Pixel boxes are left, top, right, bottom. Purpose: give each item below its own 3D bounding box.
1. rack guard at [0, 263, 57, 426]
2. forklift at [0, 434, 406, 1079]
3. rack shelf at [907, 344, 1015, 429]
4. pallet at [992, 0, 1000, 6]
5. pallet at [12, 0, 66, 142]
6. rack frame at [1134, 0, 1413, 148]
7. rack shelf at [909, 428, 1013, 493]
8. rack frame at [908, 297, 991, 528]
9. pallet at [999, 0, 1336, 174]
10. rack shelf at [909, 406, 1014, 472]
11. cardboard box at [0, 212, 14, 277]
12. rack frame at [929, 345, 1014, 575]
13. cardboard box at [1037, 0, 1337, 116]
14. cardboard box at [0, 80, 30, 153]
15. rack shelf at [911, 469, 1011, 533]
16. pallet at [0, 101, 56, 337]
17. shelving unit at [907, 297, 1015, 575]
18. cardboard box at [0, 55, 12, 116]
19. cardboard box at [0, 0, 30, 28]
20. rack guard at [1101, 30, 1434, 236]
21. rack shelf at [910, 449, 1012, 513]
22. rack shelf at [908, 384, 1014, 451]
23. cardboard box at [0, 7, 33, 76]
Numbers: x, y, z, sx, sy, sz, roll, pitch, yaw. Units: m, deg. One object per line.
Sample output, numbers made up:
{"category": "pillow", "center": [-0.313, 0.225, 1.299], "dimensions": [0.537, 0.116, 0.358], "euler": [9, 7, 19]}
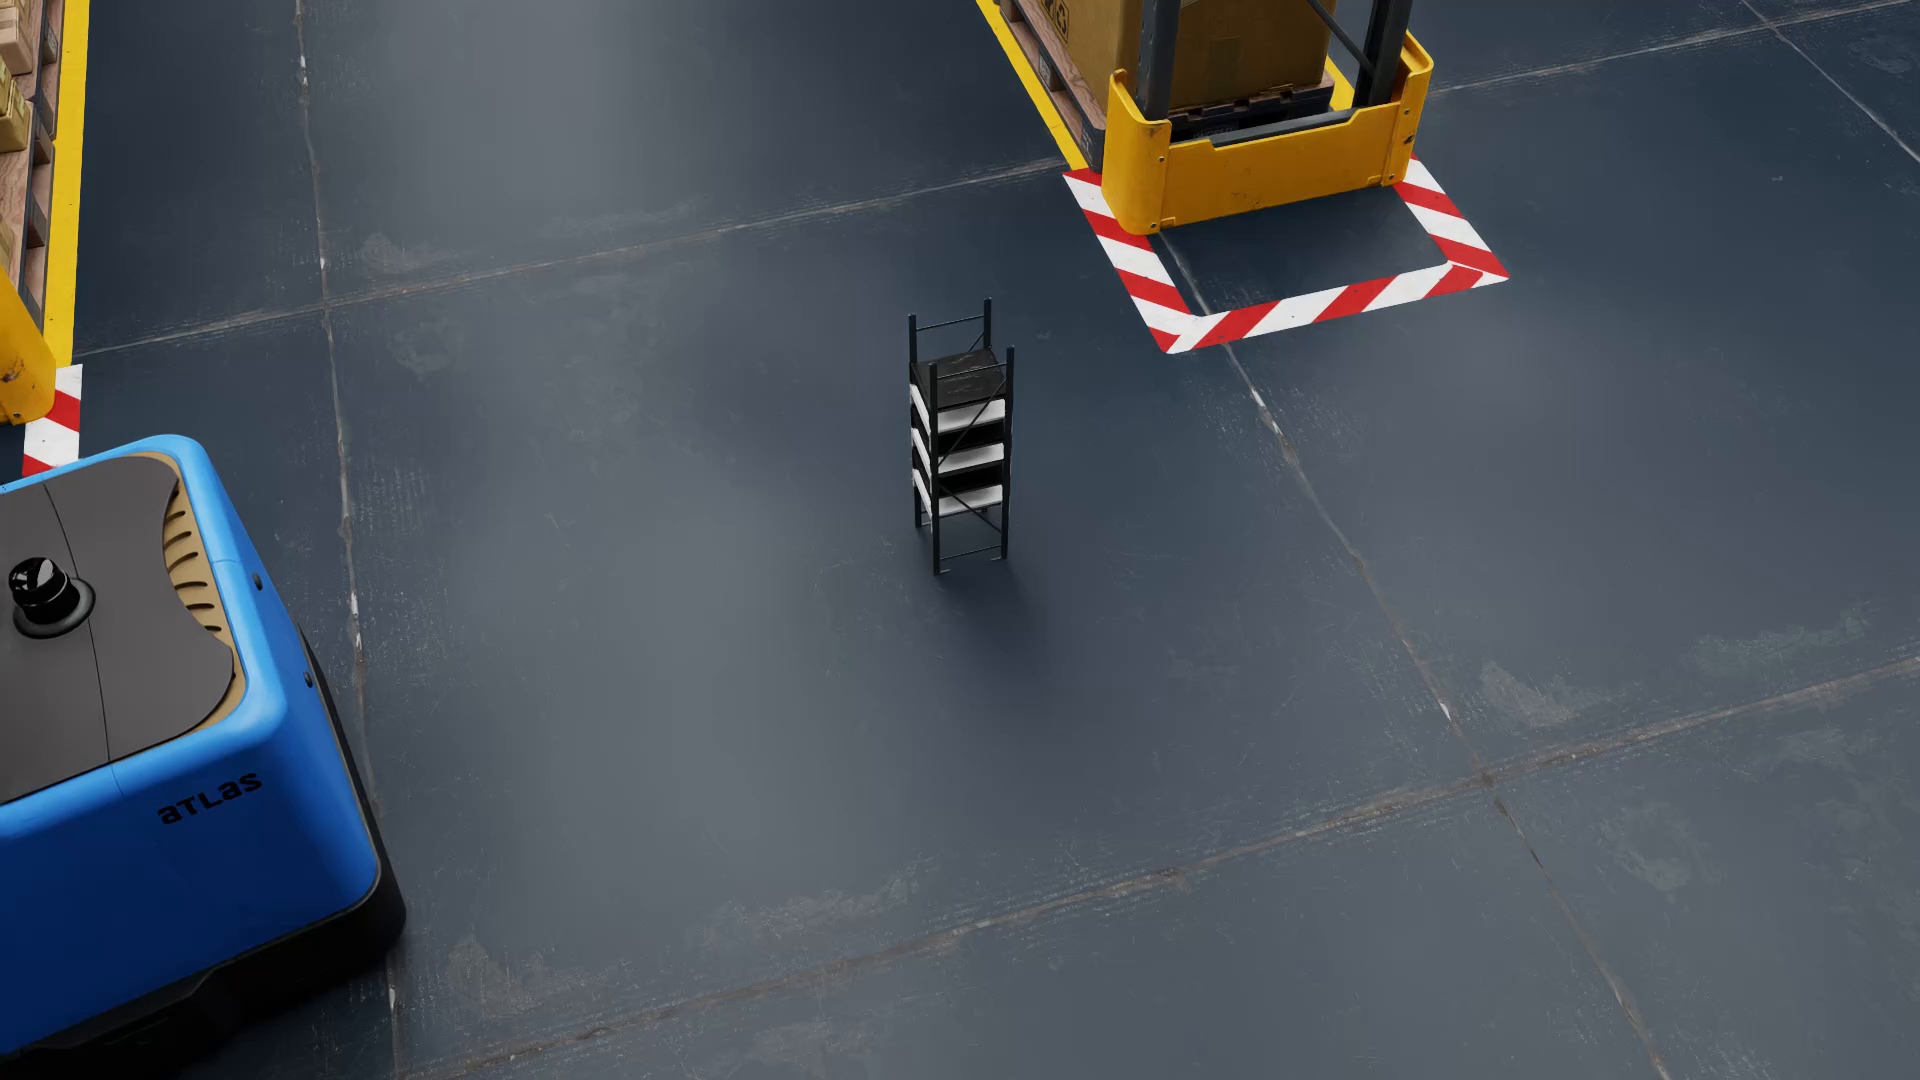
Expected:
{"category": "rack guard", "center": [-3.664, -0.567, 5.401], "dimensions": [1.175, 0.500, 0.348], "euler": [-13, 51, -11]}
{"category": "forklift", "center": [-2.986, 0.320, 3.063], "dimensions": [3.031, 2.935, 1.130], "euler": [-22, 53, -18]}
{"category": "rack shelf", "center": [0.002, -0.437, 4.720], "dimensions": [0.258, 0.077, 0.200], "euler": [-13, 51, -11]}
{"category": "pallet", "center": [0.458, -2.922, 7.575], "dimensions": [1.003, 0.211, 1.213], "euler": [-13, 51, -11]}
{"category": "pallet", "center": [-4.227, -1.965, 6.768], "dimensions": [1.003, 0.211, 1.213], "euler": [-13, 51, -11]}
{"category": "rack frame", "center": [1.127, -2.365, 5.282], "dimensions": [1.000, 3.000, 0.127], "euler": [-13, 51, -11]}
{"category": "rack shelf", "center": [0.002, -0.263, 4.926], "dimensions": [0.258, 0.077, 0.200], "euler": [-13, 51, -11]}
{"category": "rack frame", "center": [-0.028, -0.358, 4.964], "dimensions": [0.240, 0.900, 0.006], "euler": [-13, 51, -11]}
{"category": "pallet", "center": [0.816, -2.032, 6.825], "dimensions": [1.003, 0.211, 1.213], "euler": [-13, 51, -11]}
{"category": "rack shelf", "center": [0.002, -0.321, 4.858], "dimensions": [0.258, 0.077, 0.200], "euler": [-13, 51, -11]}
{"category": "cardboard box", "center": [-3.490, -0.989, 5.712], "dimensions": [0.380, 0.149, 0.250], "euler": [-12, 51, -10]}
{"category": "rack frame", "center": [0.032, -0.210, 4.838], "dimensions": [0.240, 0.900, 0.006], "euler": [-13, 51, -11]}
{"category": "cardboard box", "center": [0.861, -2.265, 6.312], "dimensions": [0.875, 0.875, 0.875], "euler": [-13, 51, -11]}
{"category": "cardboard box", "center": [-3.697, -1.553, 6.187], "dimensions": [0.380, 0.149, 0.250], "euler": [-13, 51, -11]}
{"category": "rack shelf", "center": [0.002, -0.147, 5.064], "dimensions": [0.258, 0.077, 0.200], "euler": [-13, 51, -11]}
{"category": "pallet", "center": [-3.870, -1.075, 6.019], "dimensions": [1.003, 0.211, 1.213], "euler": [-13, 51, -11]}
{"category": "shelving unit", "center": [0.002, -0.284, 4.901], "dimensions": [0.258, 0.900, 0.210], "euler": [-13, 51, -11]}
{"category": "cardboard box", "center": [-3.707, -1.654, 6.078], "dimensions": [0.380, 0.149, 0.250], "euler": [-12, 51, -10]}
{"category": "cardboard box", "center": [-3.961, -2.116, 6.662], "dimensions": [0.380, 0.149, 0.250], "euler": [-13, 51, -11]}
{"category": "rack guard", "center": [1.134, -1.542, 6.223], "dimensions": [1.175, 0.500, 0.348], "euler": [-13, 51, -11]}
{"category": "rack shelf", "center": [0.002, -0.205, 4.995], "dimensions": [0.258, 0.077, 0.200], "euler": [-13, 51, -11]}
{"category": "rack shelf", "center": [0.002, -0.379, 4.789], "dimensions": [0.258, 0.077, 0.200], "euler": [-13, 51, -11]}
{"category": "cardboard box", "center": [-3.854, -1.919, 6.496], "dimensions": [0.380, 0.149, 0.250], "euler": [-16, 52, -13]}
